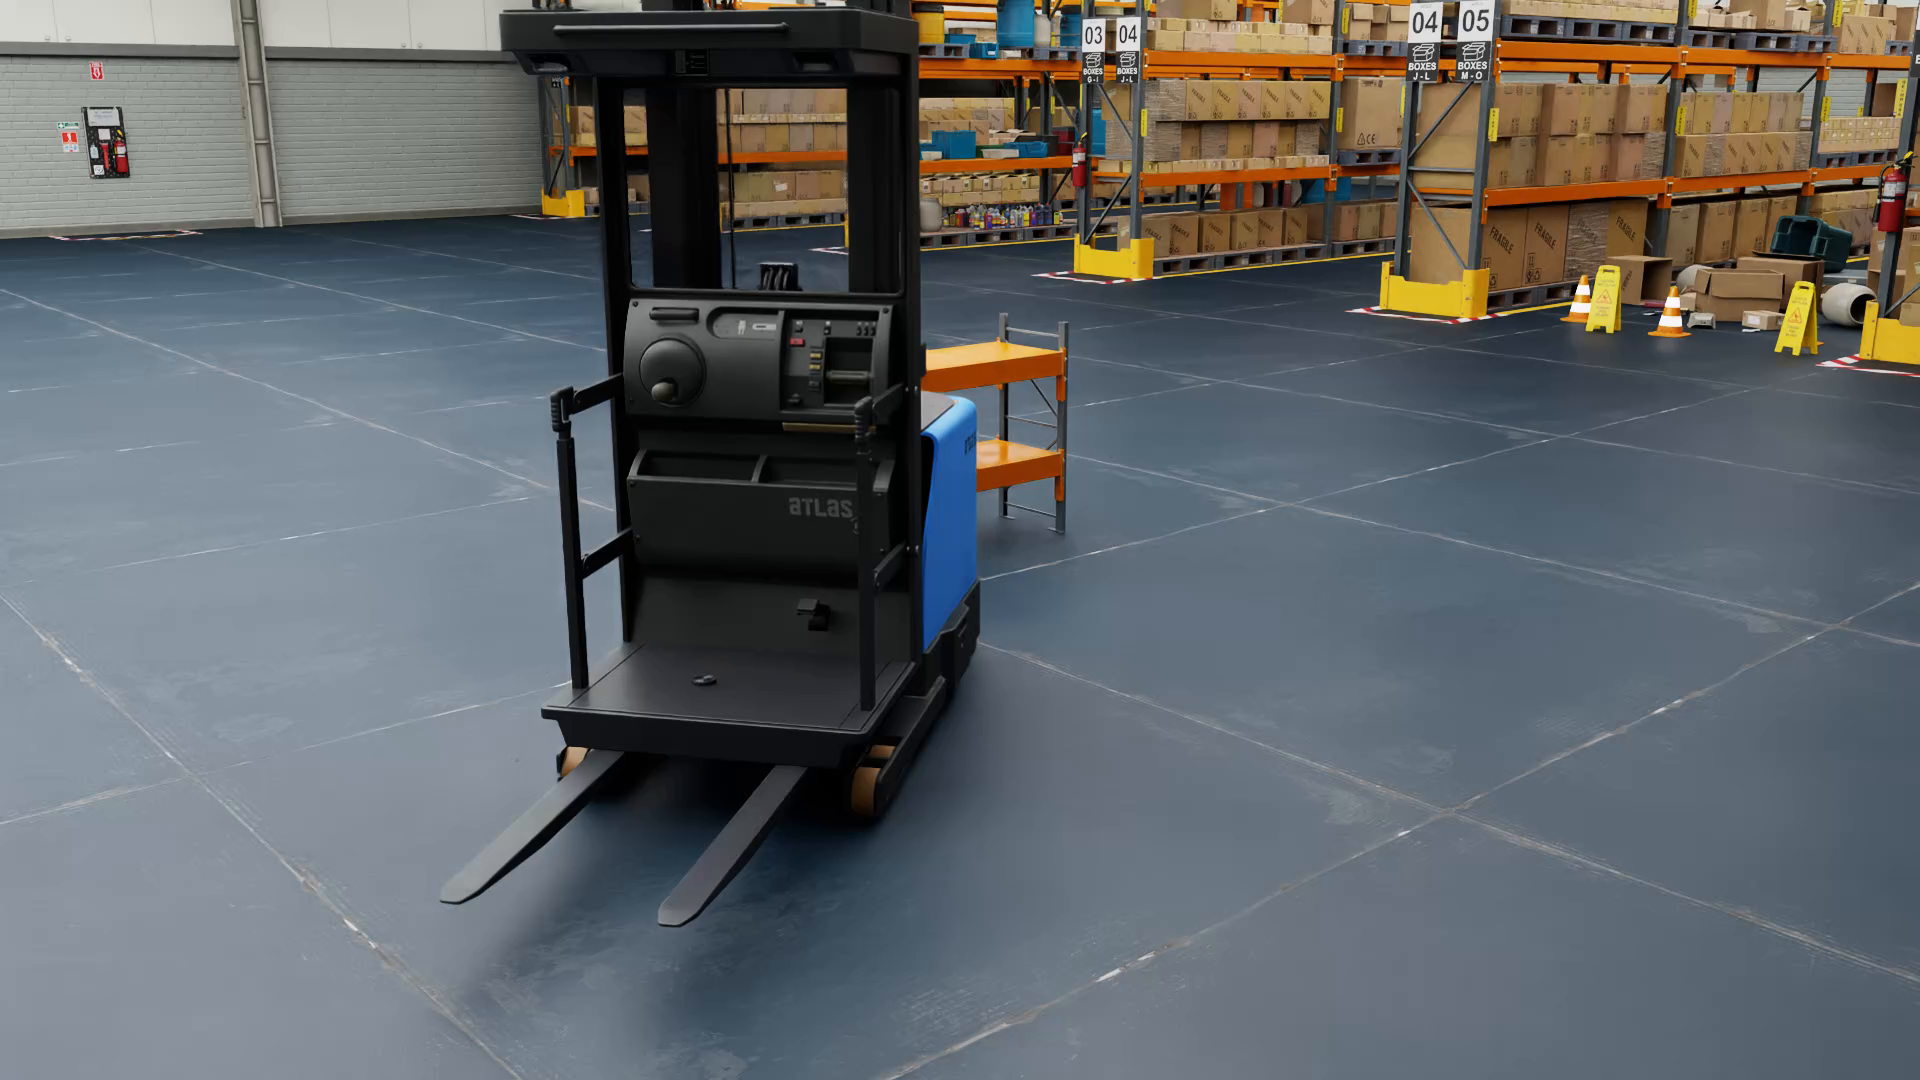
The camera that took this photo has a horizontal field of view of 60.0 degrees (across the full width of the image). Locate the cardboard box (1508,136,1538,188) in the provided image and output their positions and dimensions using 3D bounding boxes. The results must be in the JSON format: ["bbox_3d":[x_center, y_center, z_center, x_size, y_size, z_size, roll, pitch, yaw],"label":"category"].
[{"bbox_3d":[5.771,-4.161,18.226,0.550,0.550,0.875,-13,19,-39],"label":"cardboard box"}]

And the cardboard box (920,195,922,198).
[{"bbox_3d":[-1.075,-6.404,31.426,0.500,0.250,0.500,-13,20,-41],"label":"cardboard box"}]

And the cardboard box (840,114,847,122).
[{"bbox_3d":[-2.188,-7.652,30.134,0.250,0.149,0.380,-13,20,-39],"label":"cardboard box"}]

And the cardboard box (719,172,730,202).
[{"bbox_3d":[-4.351,-6.217,29.274,0.500,0.500,0.500,-13,19,-39],"label":"cardboard box"}]

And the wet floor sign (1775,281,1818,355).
[{"bbox_3d":[7.600,-2.012,15.031,0.232,0.644,0.267,-6,16,-20],"label":"wet floor sign"}]

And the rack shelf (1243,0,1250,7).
[{"bbox_3d":[3.215,-9.241,28.076,4.000,0.370,1.077,-13,19,-39],"label":"rack shelf"}]

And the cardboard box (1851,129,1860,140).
[{"bbox_3d":[12.432,-5.720,23.448,0.250,0.149,0.380,-13,19,-39],"label":"cardboard box"}]

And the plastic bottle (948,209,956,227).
[{"bbox_3d":[-0.137,-5.187,26.766,0.133,0.283,0.061,-12,19,-38],"label":"plastic bottle"}]

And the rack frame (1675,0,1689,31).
[{"bbox_3d":[8.137,-7.496,19.374,0.127,3.000,1.000,-13,19,-39],"label":"rack frame"}]

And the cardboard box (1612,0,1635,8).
[{"bbox_3d":[7.174,-6.066,18.540,0.500,0.250,0.500,-13,20,-40],"label":"cardboard box"}]

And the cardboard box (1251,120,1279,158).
[{"bbox_3d":[3.866,-5.526,22.854,0.500,0.500,0.875,-13,19,-39],"label":"cardboard box"}]

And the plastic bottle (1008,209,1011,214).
[{"bbox_3d":[0.826,-5.186,26.763,0.133,0.283,0.061,-13,19,-39],"label":"plastic bottle"}]

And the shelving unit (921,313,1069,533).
[{"bbox_3d":[0.005,-0.545,8.609,1.048,1.125,0.538,-13,19,-39],"label":"shelving unit"}]

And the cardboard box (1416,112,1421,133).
[{"bbox_3d":[7.239,-6.296,25.499,0.500,0.500,0.700,-9,18,-31],"label":"cardboard box"}]

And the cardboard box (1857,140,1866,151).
[{"bbox_3d":[12.624,-5.618,23.643,0.250,0.149,0.380,-12,19,-39],"label":"cardboard box"}]

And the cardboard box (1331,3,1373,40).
[{"bbox_3d":[5.377,-7.342,23.599,0.637,0.503,0.797,-14,20,-42],"label":"cardboard box"}]

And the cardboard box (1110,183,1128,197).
[{"bbox_3d":[3.169,-7.476,34.918,0.500,0.500,0.500,-14,20,-41],"label":"cardboard box"}]

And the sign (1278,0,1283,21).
[{"bbox_3d":[4.591,-7.577,23.725,0.005,0.325,0.100,-13,19,-39],"label":"sign"}]

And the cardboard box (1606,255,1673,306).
[{"bbox_3d":[7.640,-2.928,18.738,0.500,0.500,0.500,-9,17,-30],"label":"cardboard box"}]

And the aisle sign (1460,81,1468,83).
[{"bbox_3d":[10.618,-9.903,34.975,0.004,0.787,0.394,-13,19,-39],"label":"aisle sign"}]

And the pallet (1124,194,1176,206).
[{"bbox_3d":[3.904,-7.372,35.940,1.213,0.211,1.003,-13,19,-39],"label":"pallet"}]

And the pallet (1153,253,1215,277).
[{"bbox_3d":[2.634,-3.699,22.188,1.213,0.211,1.003,-13,19,-39],"label":"pallet"}]

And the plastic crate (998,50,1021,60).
[{"bbox_3d":[0.761,-7.515,25.772,0.396,0.136,0.243,-13,19,-39],"label":"plastic crate"}]

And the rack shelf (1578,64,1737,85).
[{"bbox_3d":[12.502,-8.376,29.876,4.000,0.370,1.077,-13,19,-39],"label":"rack shelf"}]

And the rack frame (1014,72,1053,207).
[{"bbox_3d":[1.475,-8.187,33.587,0.127,3.000,1.000,-13,19,-39],"label":"rack frame"}]

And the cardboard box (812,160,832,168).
[{"bbox_3d":[-3.144,-8.213,36.224,0.500,0.250,0.500,-13,20,-40],"label":"cardboard box"}]

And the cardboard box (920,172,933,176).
[{"bbox_3d":[-1.138,-8.414,37.789,0.750,0.750,0.750,-13,20,-40],"label":"cardboard box"}]

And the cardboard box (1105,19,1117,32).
[{"bbox_3d":[1.945,-6.580,21.275,0.250,0.149,0.380,-13,19,-39],"label":"cardboard box"}]

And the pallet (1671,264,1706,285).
[{"bbox_3d":[8.670,-3.395,21.053,1.213,0.211,1.003,-13,19,-39],"label":"pallet"}]

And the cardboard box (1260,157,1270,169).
[{"bbox_3d":[4.013,-5.163,22.753,0.250,0.149,0.380,-13,19,-39],"label":"cardboard box"}]

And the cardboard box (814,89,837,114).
[{"bbox_3d":[-2.631,-7.937,29.945,0.500,0.500,0.700,-13,20,-39],"label":"cardboard box"}]

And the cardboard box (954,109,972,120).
[{"bbox_3d":[-0.081,-9.645,38.238,0.500,0.500,0.500,-12,19,-38],"label":"cardboard box"}]

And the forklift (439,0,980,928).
[{"bbox_3d":[-0.724,-0.621,5.396,1.130,2.935,3.031,3,15,12],"label":"forklift"}]

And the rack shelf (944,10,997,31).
[{"bbox_3d":[-0.271,-11.847,37.834,4.000,0.370,1.077,-13,19,-39],"label":"rack shelf"}]

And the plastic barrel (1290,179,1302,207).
[{"bbox_3d":[6.301,-6.613,31.703,0.421,0.512,0.421,0,15,0],"label":"plastic barrel"}]

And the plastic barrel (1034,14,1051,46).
[{"bbox_3d":[1.253,-8.216,26.852,0.421,0.512,0.421,0,15,0],"label":"plastic barrel"}]

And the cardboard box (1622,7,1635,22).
[{"bbox_3d":[7.307,-5.880,18.619,0.250,0.149,0.380,-12,19,-38],"label":"cardboard box"}]

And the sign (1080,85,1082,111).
[{"bbox_3d":[1.591,-5.726,21.518,0.005,0.325,0.100,-13,19,-39],"label":"sign"}]

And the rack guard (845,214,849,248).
[{"bbox_3d":[-1.285,-4.681,25.306,0.348,0.500,1.175,-13,19,-39],"label":"rack guard"}]

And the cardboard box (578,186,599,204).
[{"bbox_3d":[-7.233,-6.809,32.785,0.500,0.311,0.500,13,20,41],"label":"cardboard box"}]

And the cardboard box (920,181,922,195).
[{"bbox_3d":[-1.067,-6.676,31.359,0.500,0.311,0.500,-13,19,-39],"label":"cardboard box"}]

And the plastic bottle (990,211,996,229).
[{"bbox_3d":[0.520,-5.066,26.336,0.097,0.271,0.097,0,15,0],"label":"plastic bottle"}]

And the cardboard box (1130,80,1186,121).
[{"bbox_3d":[2.534,-5.618,21.261,0.500,0.500,0.500,-13,19,-39],"label":"cardboard box"}]

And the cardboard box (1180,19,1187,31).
[{"bbox_3d":[2.668,-6.565,21.222,0.250,0.149,0.380,-13,20,-40],"label":"cardboard box"}]

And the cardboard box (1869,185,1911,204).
[{"bbox_3d":[13.777,-5.135,24.737,0.500,0.250,0.500,-13,20,-41],"label":"cardboard box"}]

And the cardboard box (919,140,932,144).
[{"bbox_3d":[-0.740,-7.498,31.495,0.250,0.149,0.380,-13,19,-39],"label":"cardboard box"}]

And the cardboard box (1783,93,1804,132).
[{"bbox_3d":[10.810,-5.732,22.266,0.500,0.500,0.700,-13,20,-40],"label":"cardboard box"}]

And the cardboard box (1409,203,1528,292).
[{"bbox_3d":[5.588,-3.224,18.310,0.875,0.875,0.875,-13,19,-39],"label":"cardboard box"}]

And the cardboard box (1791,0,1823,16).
[{"bbox_3d":[11.667,-7.351,22.969,0.258,0.266,0.396,-13,19,-39],"label":"cardboard box"}]
